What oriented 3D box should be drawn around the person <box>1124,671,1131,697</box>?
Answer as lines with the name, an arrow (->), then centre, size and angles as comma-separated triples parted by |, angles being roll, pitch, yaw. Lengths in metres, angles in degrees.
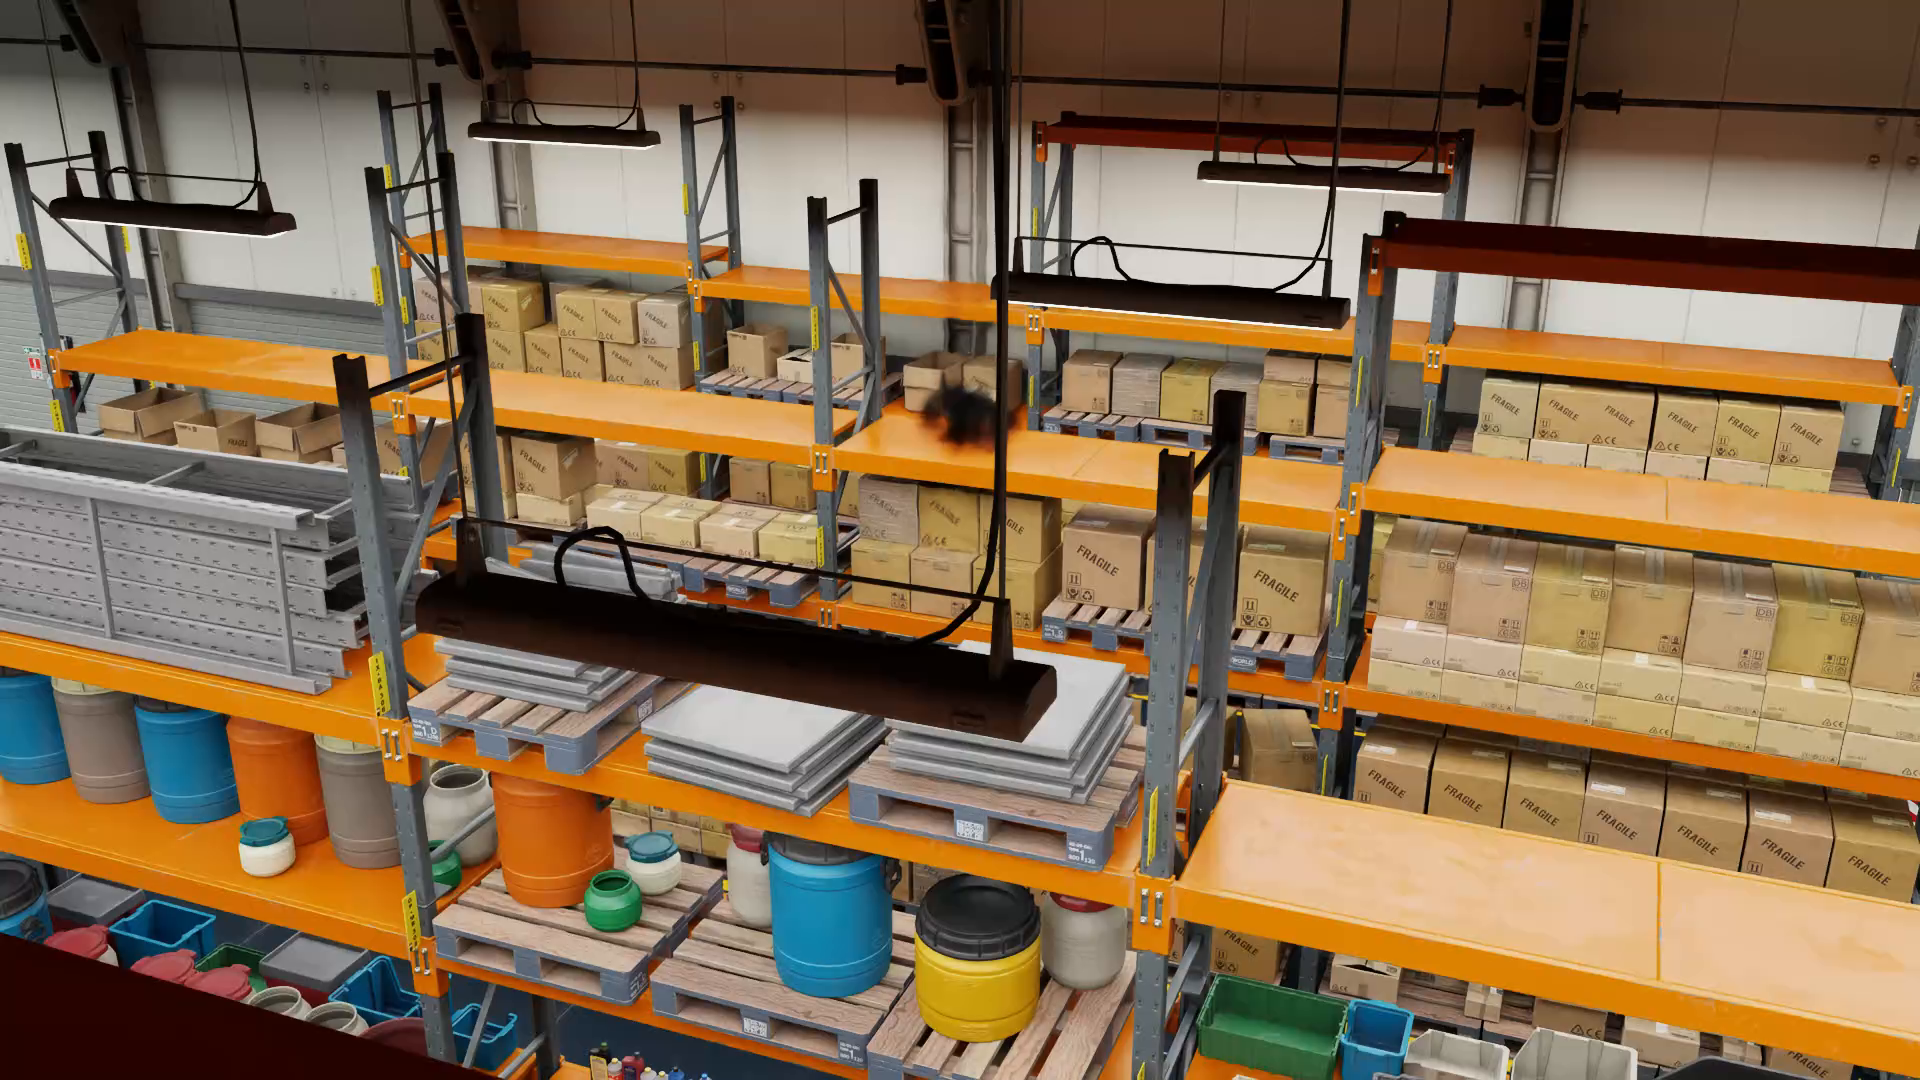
person -> 1.228, 1.659, 15.063 | 0.854, 1.854, 0.686 | 10, 23, 23

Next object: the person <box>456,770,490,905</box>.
person -> -3.676, 2.514, 12.868 | 0.581, 1.697, 0.604 | 6, 22, 14
